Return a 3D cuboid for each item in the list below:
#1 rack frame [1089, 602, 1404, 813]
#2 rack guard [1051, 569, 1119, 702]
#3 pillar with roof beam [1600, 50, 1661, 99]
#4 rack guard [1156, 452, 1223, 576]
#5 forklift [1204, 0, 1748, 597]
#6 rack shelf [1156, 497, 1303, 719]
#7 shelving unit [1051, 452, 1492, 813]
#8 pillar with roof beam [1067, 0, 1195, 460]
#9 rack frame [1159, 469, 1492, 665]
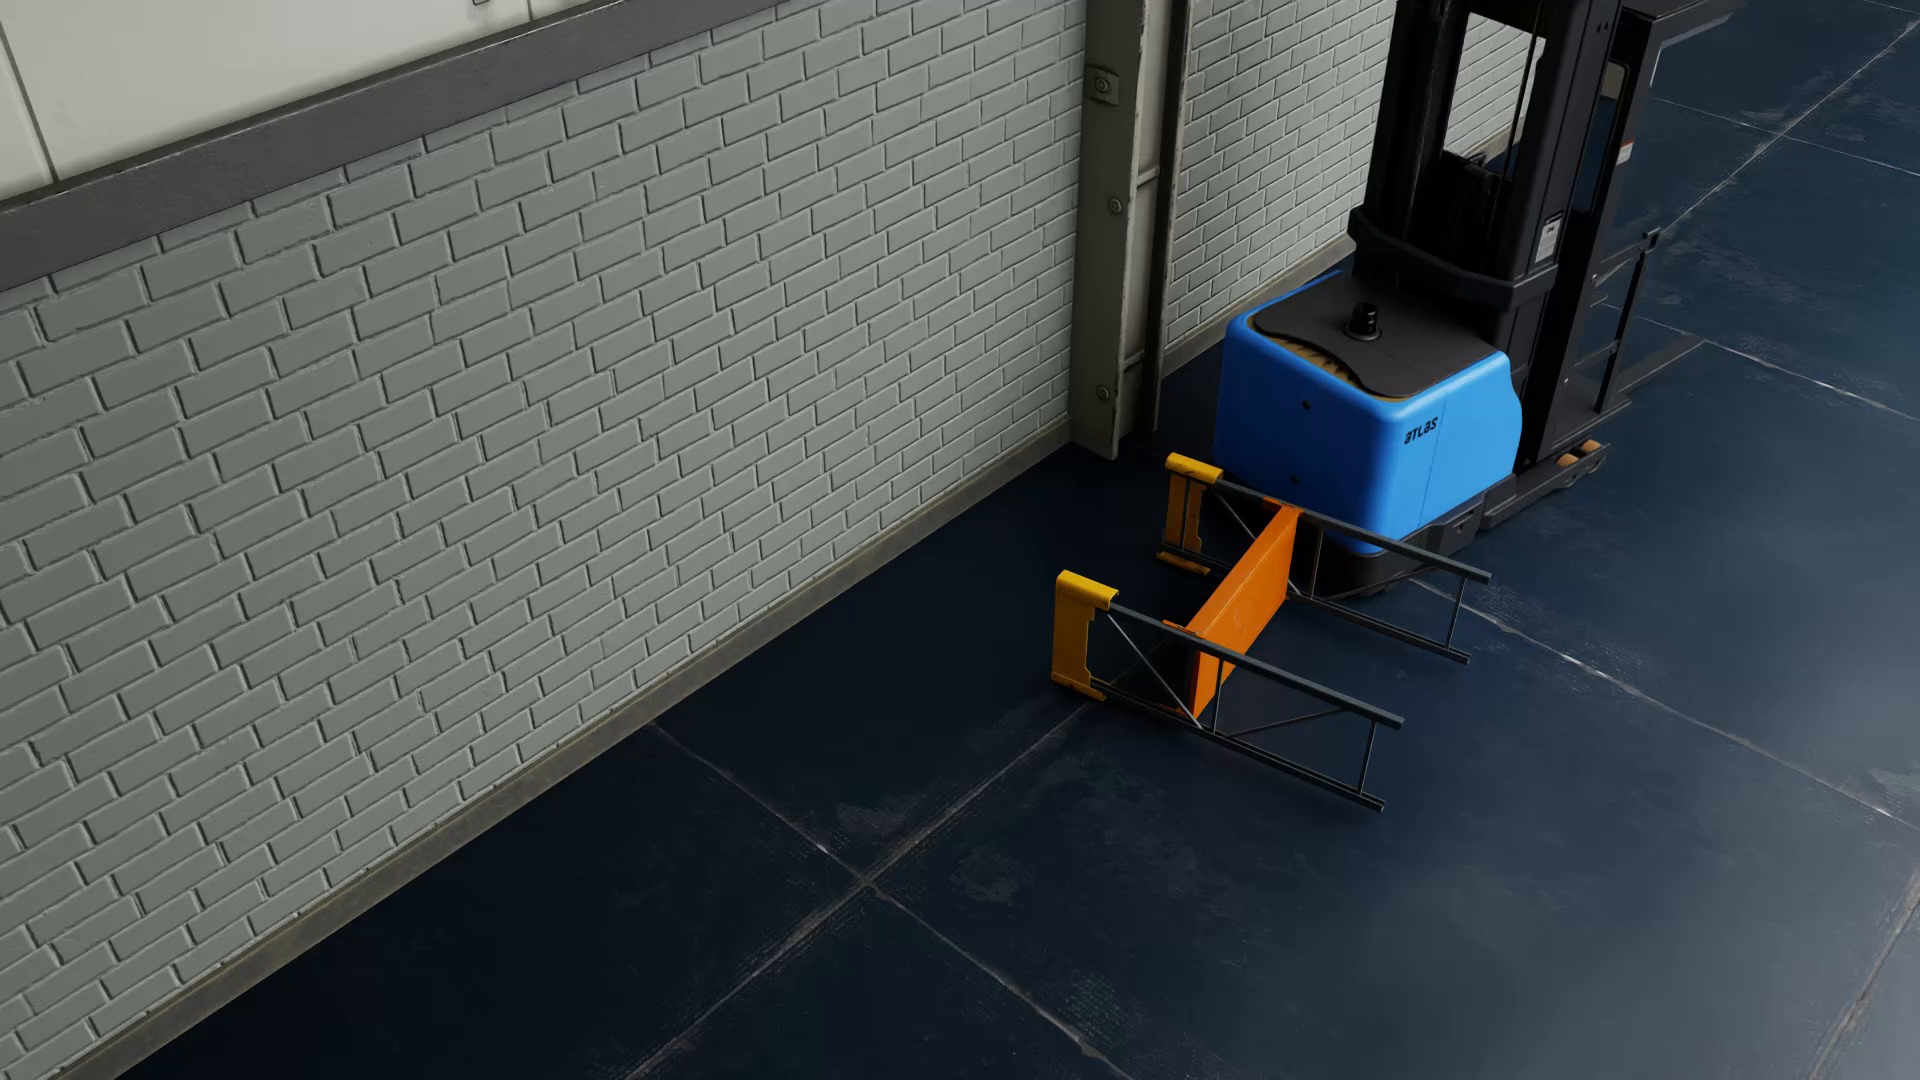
[{"bbox_3d":[1.041,0.627,6.752,1.500,0.500,0.032,22,43,25],"label":"rack frame"},{"bbox_3d":[0.524,0.408,7.027,0.250,0.587,0.087,22,43,25],"label":"rack guard"},{"bbox_3d":[8.022,-5.033,7.133,9.100,9.000,0.400,30,47,32],"label":"pillar with roof beam"},{"bbox_3d":[1.058,-0.115,7.685,0.250,0.587,0.087,22,43,25],"label":"rack guard"},{"bbox_3d":[2.668,-1.645,7.748,3.031,2.935,1.130,-26,45,-29],"label":"forklift"},{"bbox_3d":[1.162,0.300,7.163,0.185,0.538,1.000,22,43,25],"label":"rack shelf"},{"bbox_3d":[1.318,0.356,7.094,1.500,0.587,1.083,22,43,25],"label":"shelving unit"},{"bbox_3d":[3.974,-2.276,3.666,9.100,9.000,0.400,30,47,32],"label":"pillar with roof beam"},{"bbox_3d":[1.586,0.093,7.423,1.500,0.500,0.032,22,43,25],"label":"rack frame"}]
